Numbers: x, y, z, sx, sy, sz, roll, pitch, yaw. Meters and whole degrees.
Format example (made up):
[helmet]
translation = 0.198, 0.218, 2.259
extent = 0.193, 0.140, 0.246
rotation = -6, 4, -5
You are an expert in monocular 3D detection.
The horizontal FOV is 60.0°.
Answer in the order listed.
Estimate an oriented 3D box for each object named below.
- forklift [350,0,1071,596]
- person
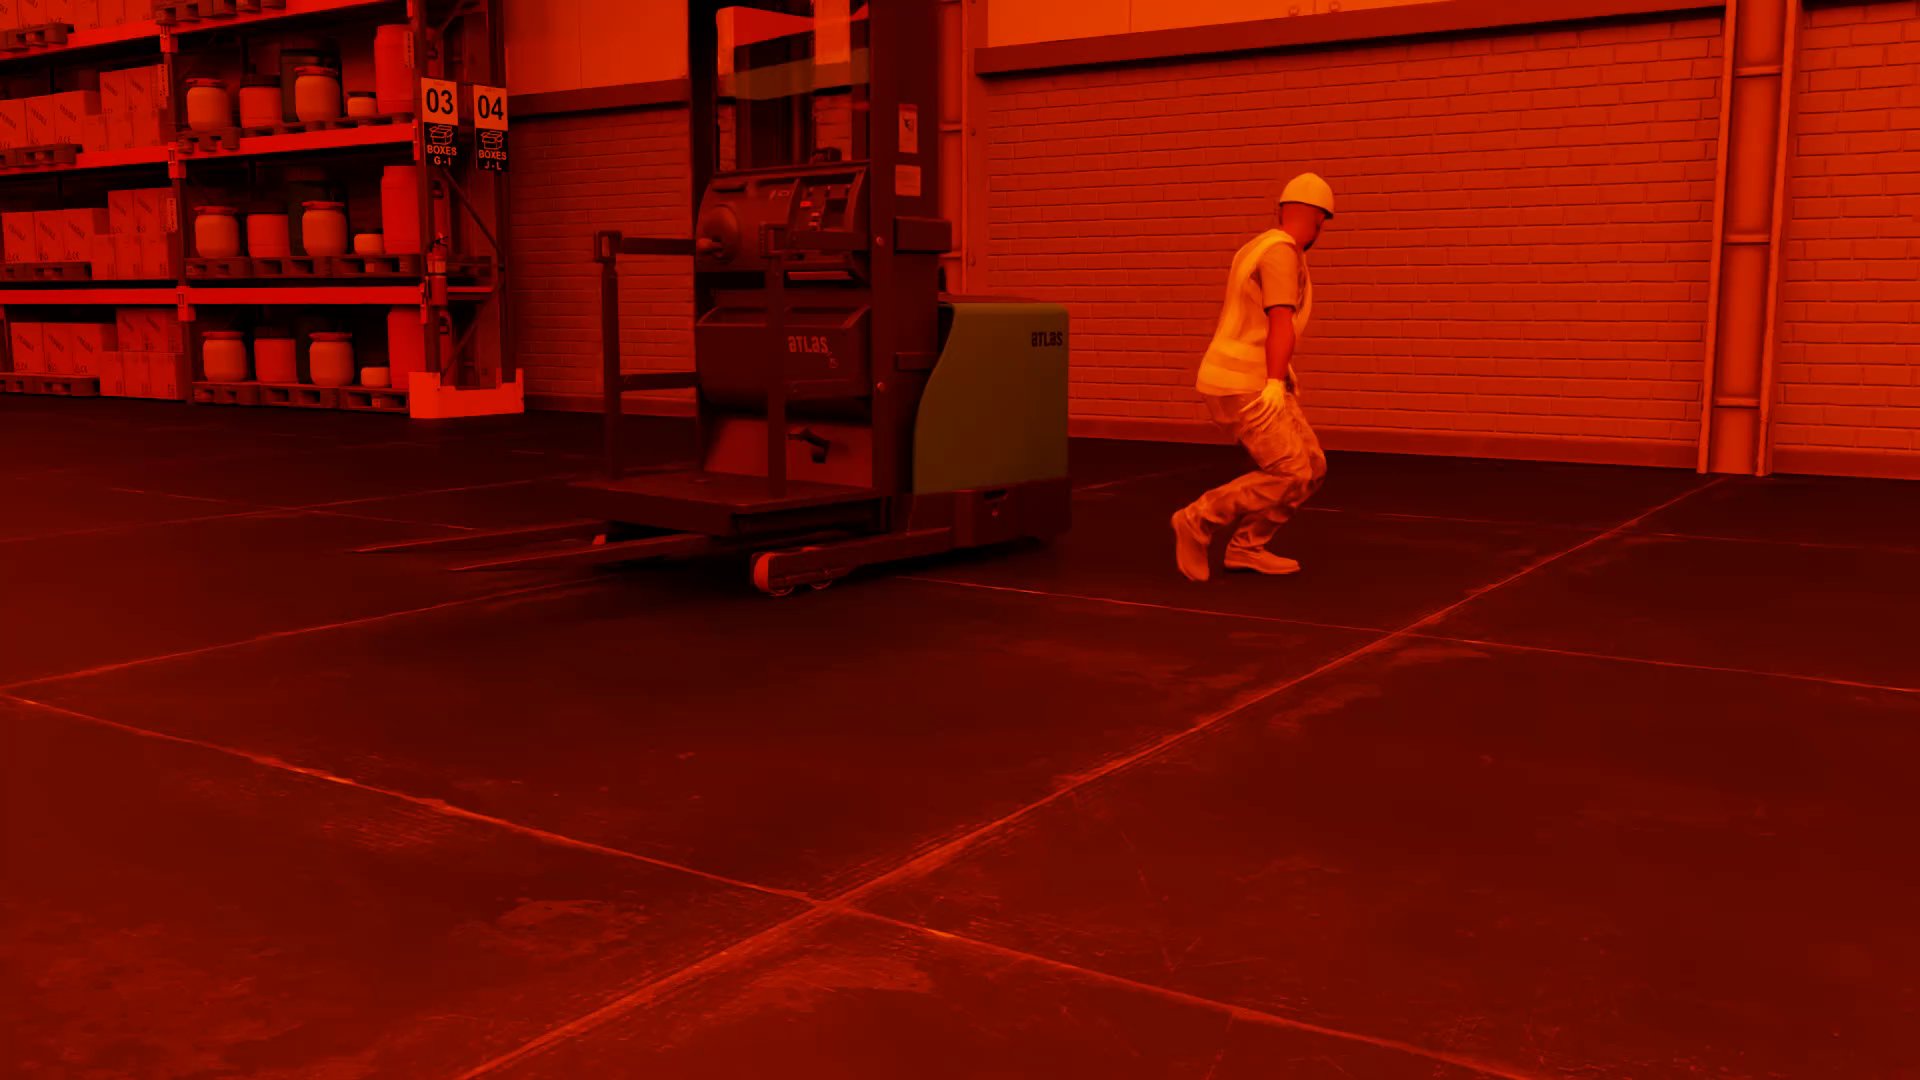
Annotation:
[forklift]
translation = -0.863, -1.323, 6.494
extent = 1.130, 2.935, 3.031
rotation = 7, 11, 41
[person]
translation = 1.128, -0.615, 6.446
extent = 0.588, 1.592, 0.959
rotation = 2, 8, 14
